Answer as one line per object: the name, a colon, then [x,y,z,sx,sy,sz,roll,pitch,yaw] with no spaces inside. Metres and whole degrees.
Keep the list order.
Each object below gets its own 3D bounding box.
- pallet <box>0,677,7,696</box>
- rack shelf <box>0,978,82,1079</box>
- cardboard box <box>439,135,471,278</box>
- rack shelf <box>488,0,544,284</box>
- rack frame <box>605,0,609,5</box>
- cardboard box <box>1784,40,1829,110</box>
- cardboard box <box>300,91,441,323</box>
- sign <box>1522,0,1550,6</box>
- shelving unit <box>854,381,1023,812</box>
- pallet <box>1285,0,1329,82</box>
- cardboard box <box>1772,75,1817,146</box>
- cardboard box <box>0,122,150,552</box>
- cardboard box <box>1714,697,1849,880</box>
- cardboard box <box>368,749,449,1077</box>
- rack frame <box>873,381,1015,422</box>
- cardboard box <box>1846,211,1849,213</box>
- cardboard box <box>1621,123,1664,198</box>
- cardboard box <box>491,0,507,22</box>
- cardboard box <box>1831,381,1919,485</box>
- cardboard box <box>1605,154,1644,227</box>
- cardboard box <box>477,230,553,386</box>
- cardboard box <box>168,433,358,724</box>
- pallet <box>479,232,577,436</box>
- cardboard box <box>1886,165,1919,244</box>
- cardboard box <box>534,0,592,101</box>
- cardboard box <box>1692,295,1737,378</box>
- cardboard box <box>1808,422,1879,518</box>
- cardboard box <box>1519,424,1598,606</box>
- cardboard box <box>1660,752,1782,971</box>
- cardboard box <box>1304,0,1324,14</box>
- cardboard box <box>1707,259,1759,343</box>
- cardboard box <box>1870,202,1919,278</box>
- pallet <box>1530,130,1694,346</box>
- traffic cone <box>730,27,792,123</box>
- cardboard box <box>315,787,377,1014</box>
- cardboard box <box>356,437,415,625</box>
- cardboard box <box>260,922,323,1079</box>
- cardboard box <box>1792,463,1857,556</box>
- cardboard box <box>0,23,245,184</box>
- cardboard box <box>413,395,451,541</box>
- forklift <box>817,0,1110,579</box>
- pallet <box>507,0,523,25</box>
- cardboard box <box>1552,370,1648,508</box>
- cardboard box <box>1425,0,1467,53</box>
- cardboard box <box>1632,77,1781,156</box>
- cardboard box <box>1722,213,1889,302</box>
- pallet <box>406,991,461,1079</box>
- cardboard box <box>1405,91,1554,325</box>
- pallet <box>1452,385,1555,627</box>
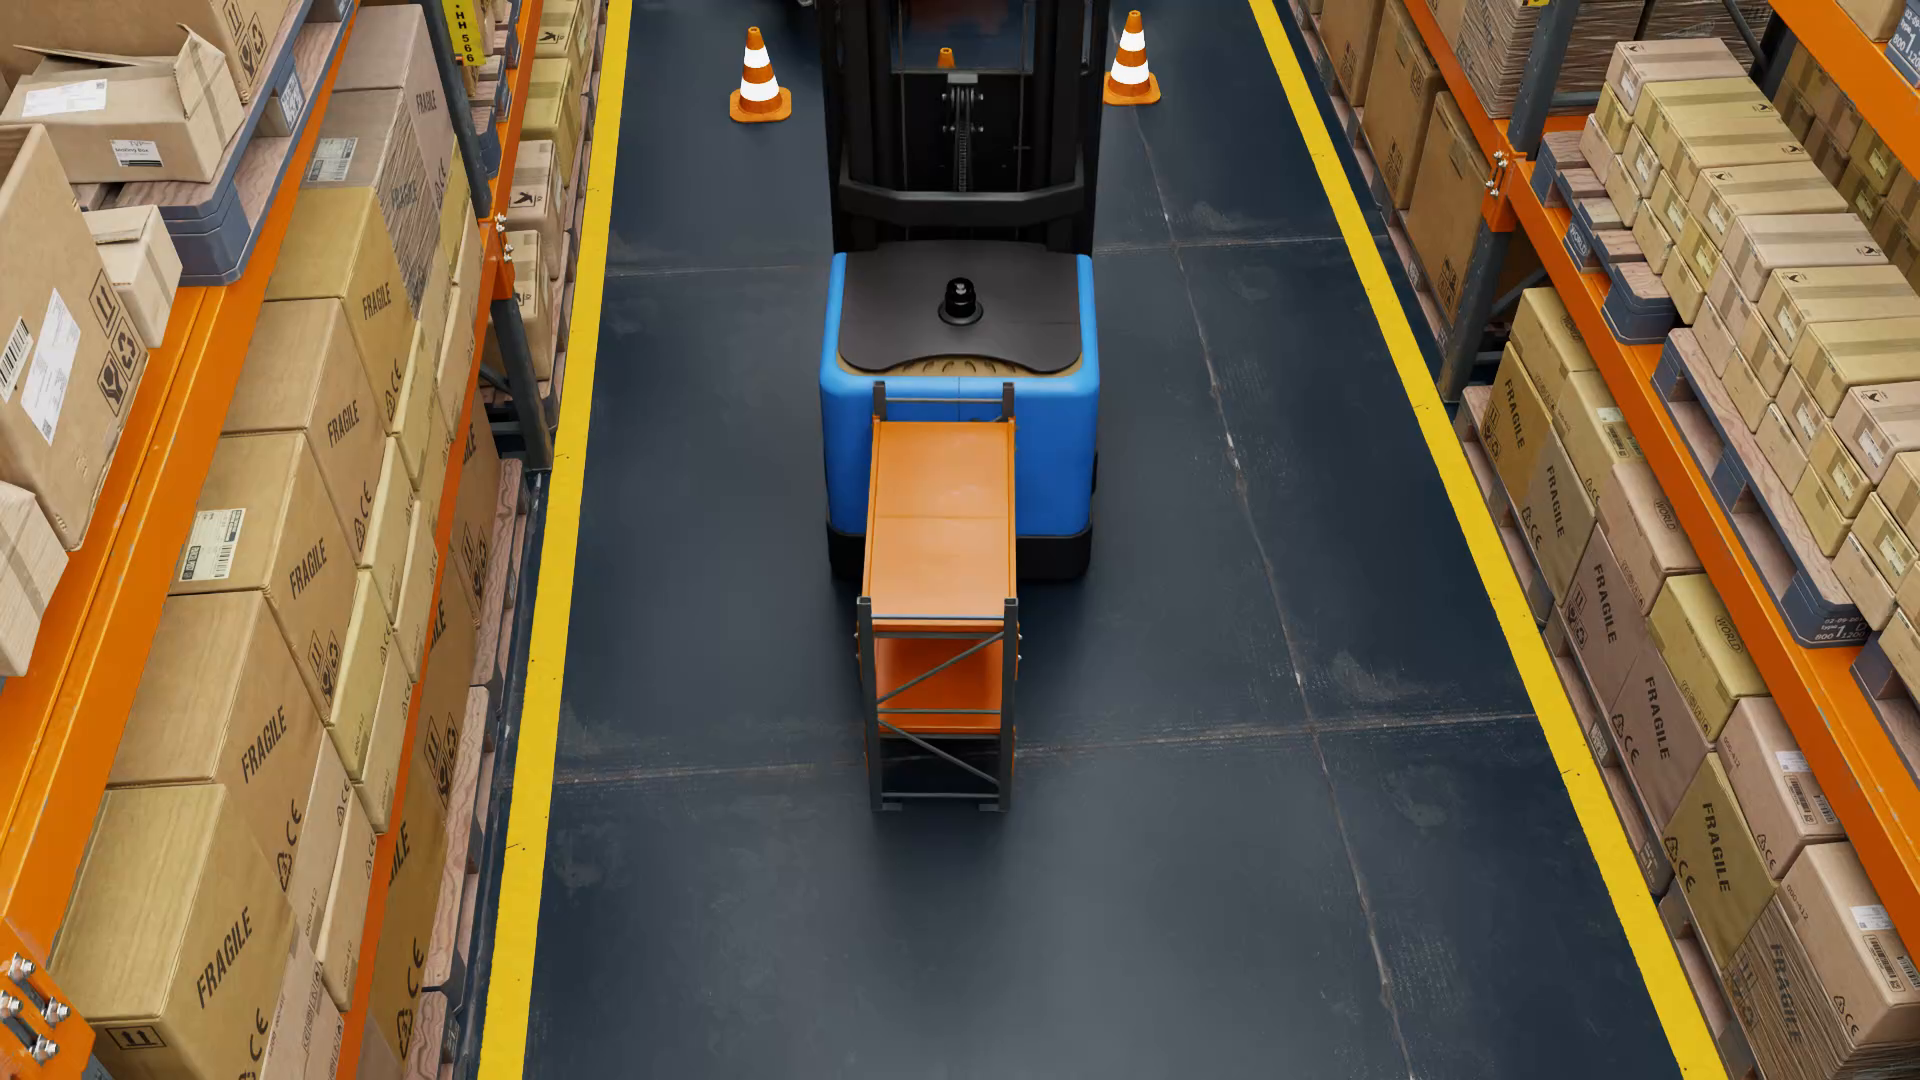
pallet: [-2.051,-0.072,2.954,0.805,0.209,1.217,-5,47,-5]
rack shelf: [-1.758,2.217,1.150,1.077,0.370,4.000,-3,47,-3]
cardboard box: [-1.967,-1.125,5.645,0.500,0.250,0.500,-4,47,-3]
rack shelf: [-2.428,-2.539,7.721,1.077,0.370,4.000,-3,47,-3]
rack frame: [-2.595,-4.234,8.830,1.000,3.000,0.127,-3,47,-3]
cardboard box: [3.162,-1.649,5.857,0.380,0.149,0.250,-5,47,-5]
cardboard box: [-1.905,-0.989,5.000,0.500,0.500,0.500,-3,47,-3]
sign: [2.111,-2.076,5.989,0.100,0.325,0.005,-3,47,-3]
shelving unit: [-0.063,0.207,5.916,0.538,1.125,1.048,1,47,0]
pallet: [2.469,-3.095,9.672,1.003,0.211,1.213,-3,47,-3]
cardboard box: [3.159,-1.544,5.962,0.380,0.149,0.250,-3,47,-2]
cardboard box: [-1.710,-0.311,2.691,0.500,0.500,0.500,-4,47,-4]
cardboard box: [2.655,0.741,5.034,0.500,0.250,0.500,-1,47,-1]
cardboard box: [-2.141,1.044,5.006,0.875,0.875,0.875,-2,47,-2]
rack frame: [-0.057,-0.162,6.265,0.500,1.125,0.032,1,47,0]
cardboard box: [3.204,-1.077,5.724,0.380,0.149,0.250,-3,47,-3]
cardboard box: [2.529,-1.316,5.746,0.380,0.149,0.250,-1,47,-1]
cardboard box: [-2.072,-2.252,6.837,0.380,0.149,0.250,-3,47,-3]
cardboard box: [2.662,-0.304,4.582,0.380,0.149,0.250,-5,47,-5]
cardboard box: [2.522,-1.242,5.880,0.380,0.149,0.250,-1,47,-1]
cardboard box: [-2.298,-0.990,7.279,0.950,0.372,0.625,-6,47,-6]
cardboard box: [-1.786,0.111,3.958,0.500,0.500,0.500,-5,47,-4]
pallet: [-2.324,-0.946,7.637,1.003,0.211,1.213,-3,47,-3]
cardboard box: [3.228,-1.085,5.322,0.380,0.149,0.250,-2,47,-2]
cardboard box: [-2.485,-2.575,8.780,0.950,0.372,0.625,-1,47,-1]
cardboard box: [2.594,-0.659,5.328,0.380,0.149,0.250,-2,47,-2]
cardboard box: [2.655,-0.209,4.698,0.380,0.149,0.250,-3,47,-3]
cardboard box: [2.514,-0.108,6.355,0.500,0.500,0.500,-3,47,-3]
cardboard box: [2.643,1.004,5.302,0.500,0.500,0.500,-4,47,-4]
cardboard box: [2.471,-3.535,9.429,1.050,0.750,0.750,-4,47,-3]
cardboard box: [2.596,-0.760,5.219,0.380,0.149,0.250,-3,47,-3]
cardboard box: [3.228,-0.980,5.428,0.380,0.149,0.250,-3,47,-3]
pallet: [2.830,-1.139,6.031,1.213,0.211,1.003,-3,47,-3]
traffic cone: [-1.096,-2.549,8.982,0.336,0.463,0.334,-3,47,-3]
cardboard box: [-1.744,0.897,4.074,0.500,0.250,0.500,-5,47,-4]
cardboard box: [-1.813,-0.009,4.588,0.500,0.250,0.500,-5,47,-4]
cardboard box: [-1.681,1.099,3.539,0.500,0.250,0.500,-5,47,-4]
cardboard box: [2.656,-0.095,4.795,0.380,0.149,0.250,-2,47,-2]
cardboard box: [-1.730,-0.918,3.428,0.396,0.266,0.258,0,47,0]
cardboard box: [-1.875,-0.204,5.117,0.500,0.250,0.500,-4,47,-4]
forklift: [0.016,-1.905,6.672,1.130,2.935,3.031,1,47,0]
pallet: [-2.467,-2.703,7.513,1.003,0.211,1.213,-3,47,-3]
cardboard box: [2.523,-0.376,6.092,0.500,0.250,0.500,-4,47,-4]
cardboard box: [2.318,-2.419,7.042,0.500,0.500,0.500,-3,47,-3]
cardboard box: [2.535,-1.436,5.654,0.380,0.149,0.250,-5,47,-4]
cardboard box: [2.597,-0.871,5.119,0.380,0.149,0.250,-2,47,-1]
pallet: [-2.065,1.960,4.885,1.003,0.211,1.213,-3,47,-3]
cardboard box: [2.702,-1.531,7.530,1.050,0.750,0.750,-4,47,-4]
pallet: [2.728,-0.189,6.920,1.003,0.211,1.213,-3,47,-3]
